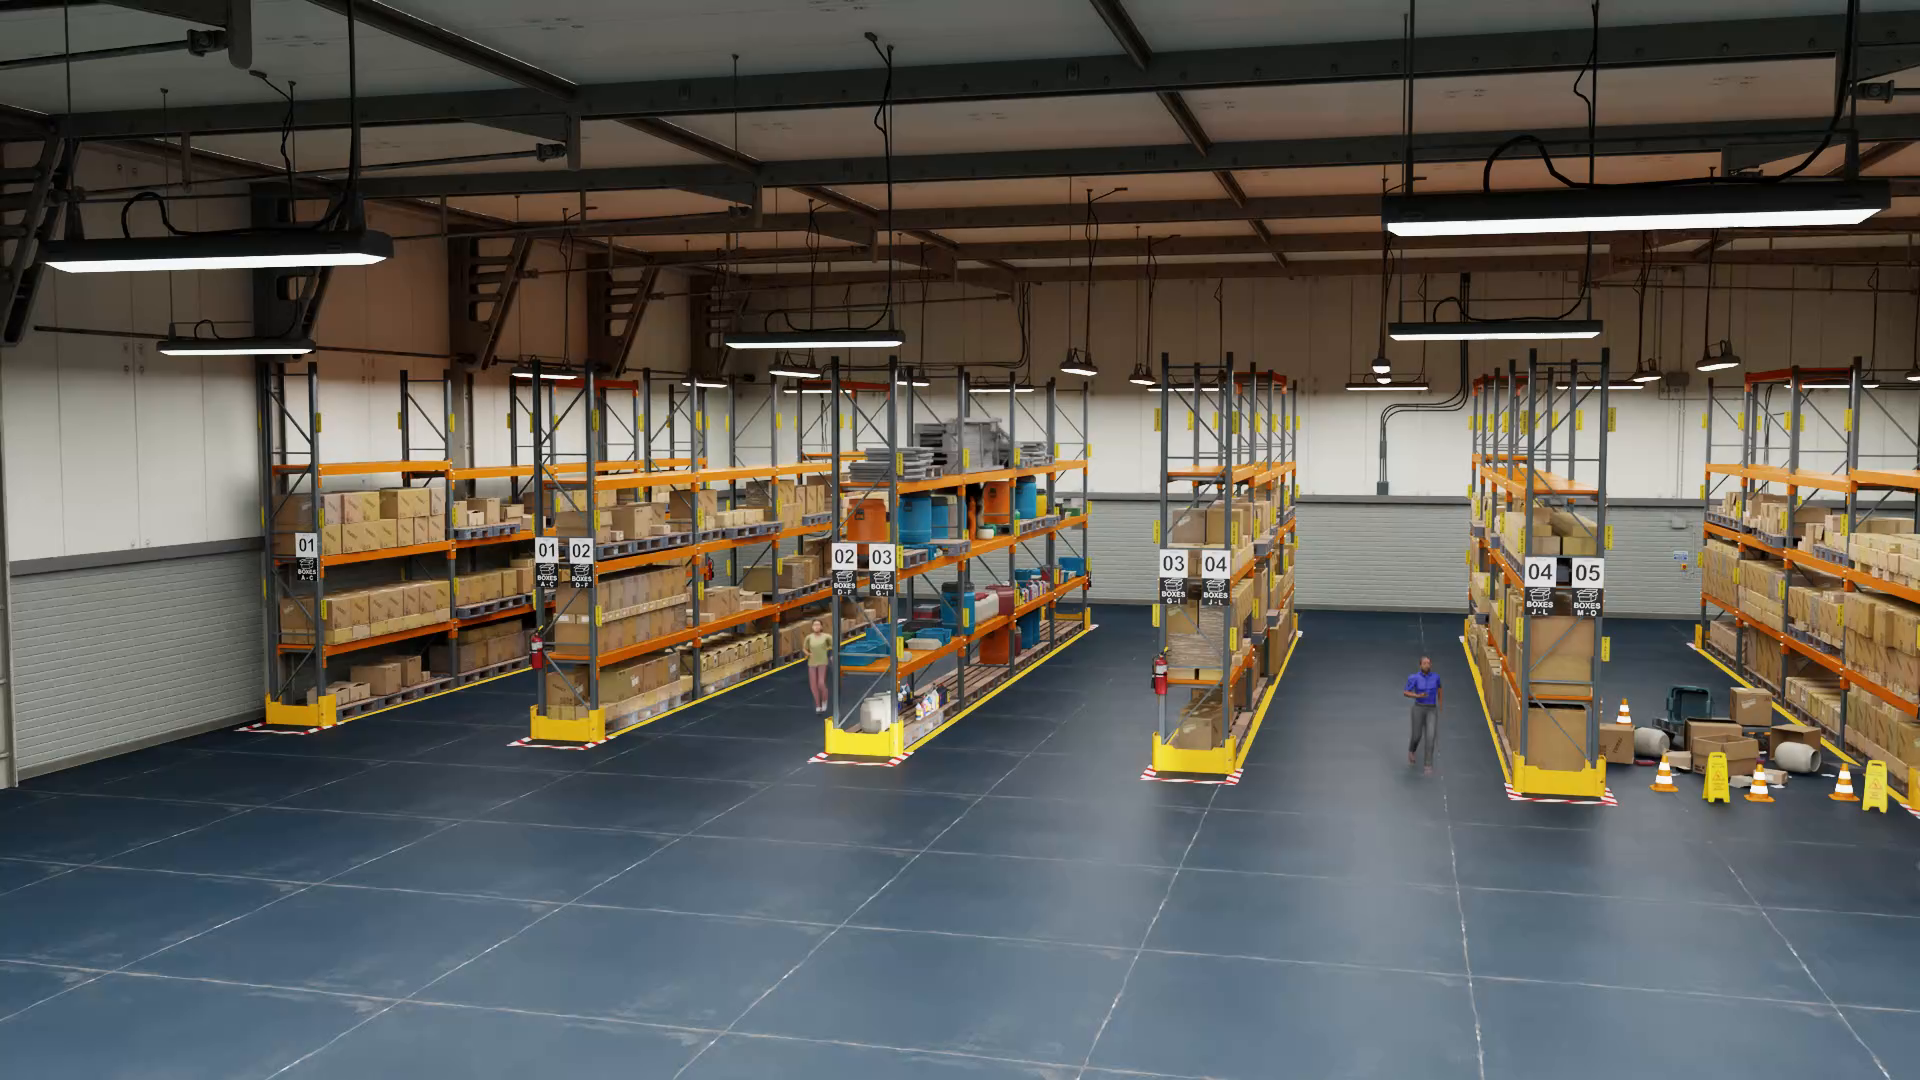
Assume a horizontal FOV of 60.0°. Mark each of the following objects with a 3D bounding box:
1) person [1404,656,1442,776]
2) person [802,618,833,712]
[{"bbox_3d":[6.659,2.487,23.898,0.609,1.667,0.863,0,4,0],"label":"person"},{"bbox_3d":[-2.434,2.164,28.563,0.559,1.634,0.594,0,4,6],"label":"person"}]
